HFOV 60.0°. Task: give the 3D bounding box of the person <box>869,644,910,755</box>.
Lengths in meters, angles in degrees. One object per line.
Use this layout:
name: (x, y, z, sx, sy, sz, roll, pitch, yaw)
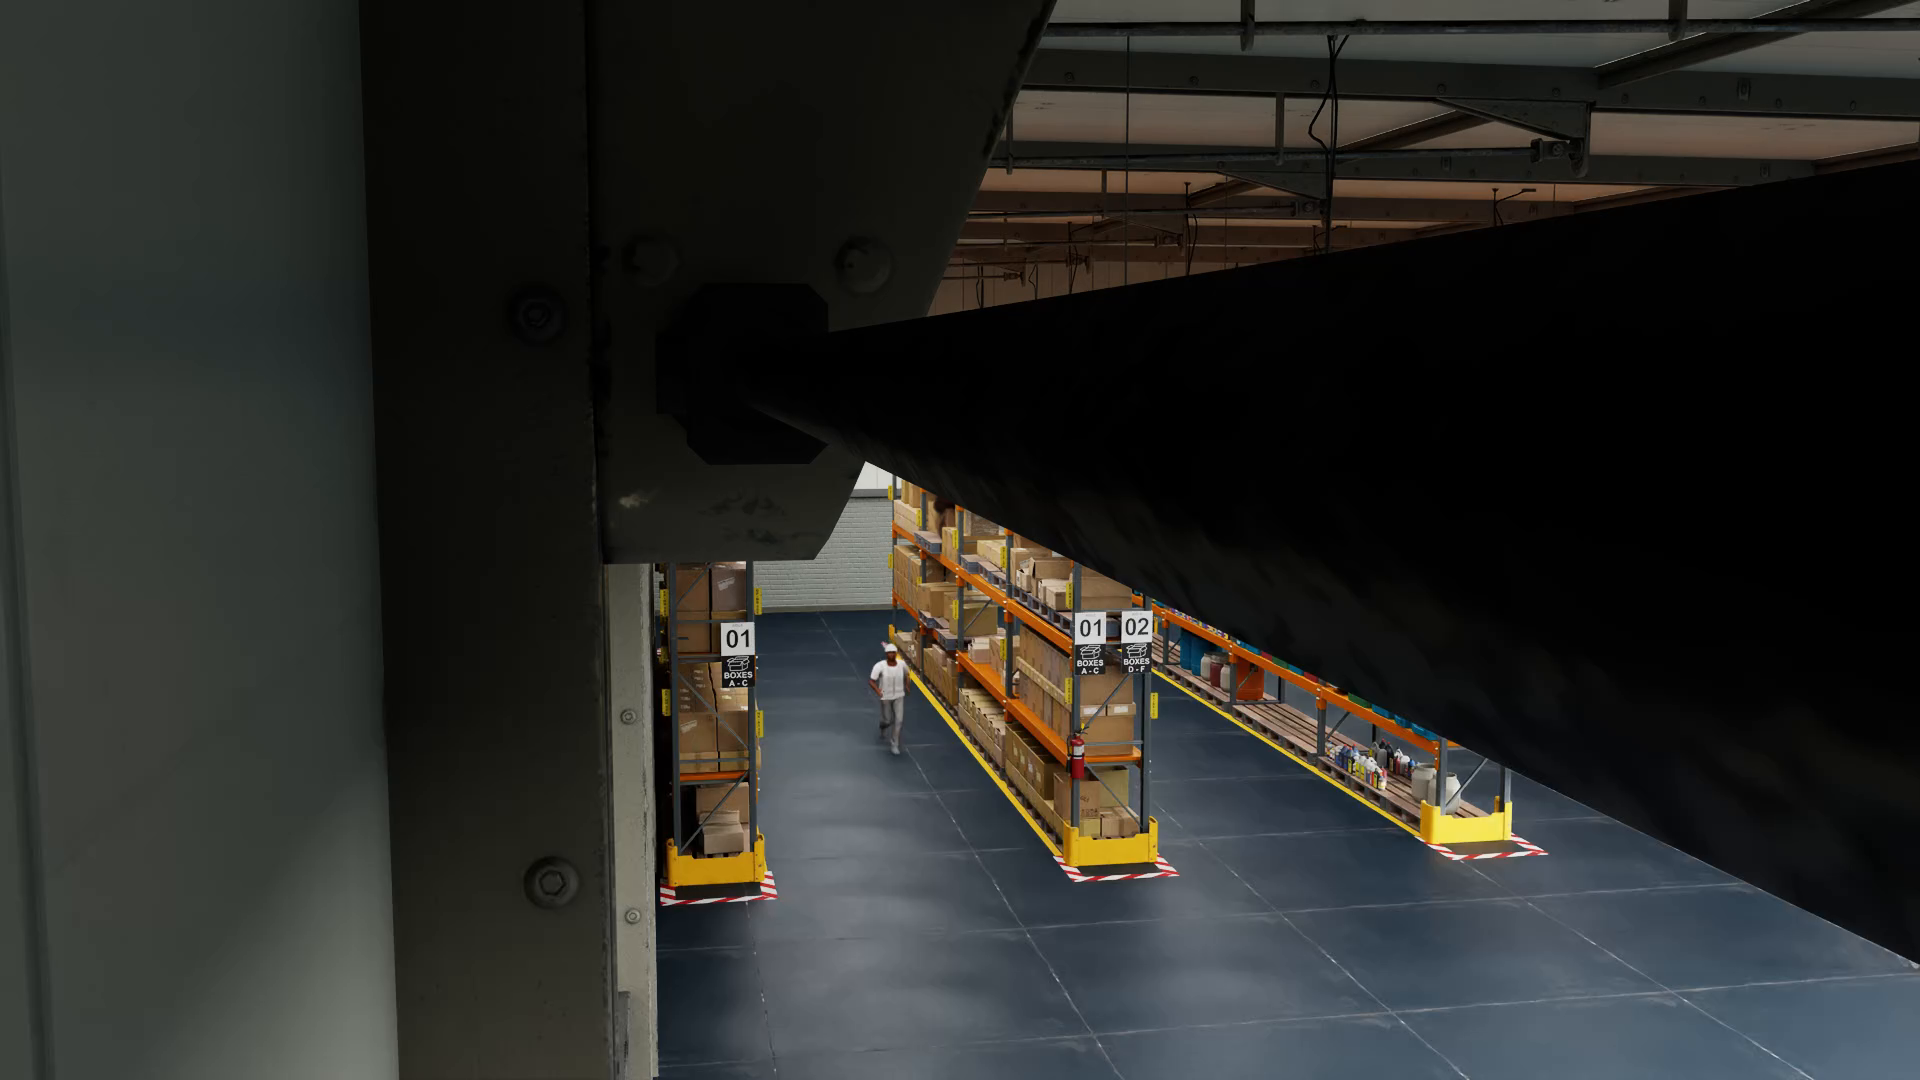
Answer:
person: (-1.118, 2.557, 27.057, 0.710, 1.761, 0.818, -2, 6, -17)
